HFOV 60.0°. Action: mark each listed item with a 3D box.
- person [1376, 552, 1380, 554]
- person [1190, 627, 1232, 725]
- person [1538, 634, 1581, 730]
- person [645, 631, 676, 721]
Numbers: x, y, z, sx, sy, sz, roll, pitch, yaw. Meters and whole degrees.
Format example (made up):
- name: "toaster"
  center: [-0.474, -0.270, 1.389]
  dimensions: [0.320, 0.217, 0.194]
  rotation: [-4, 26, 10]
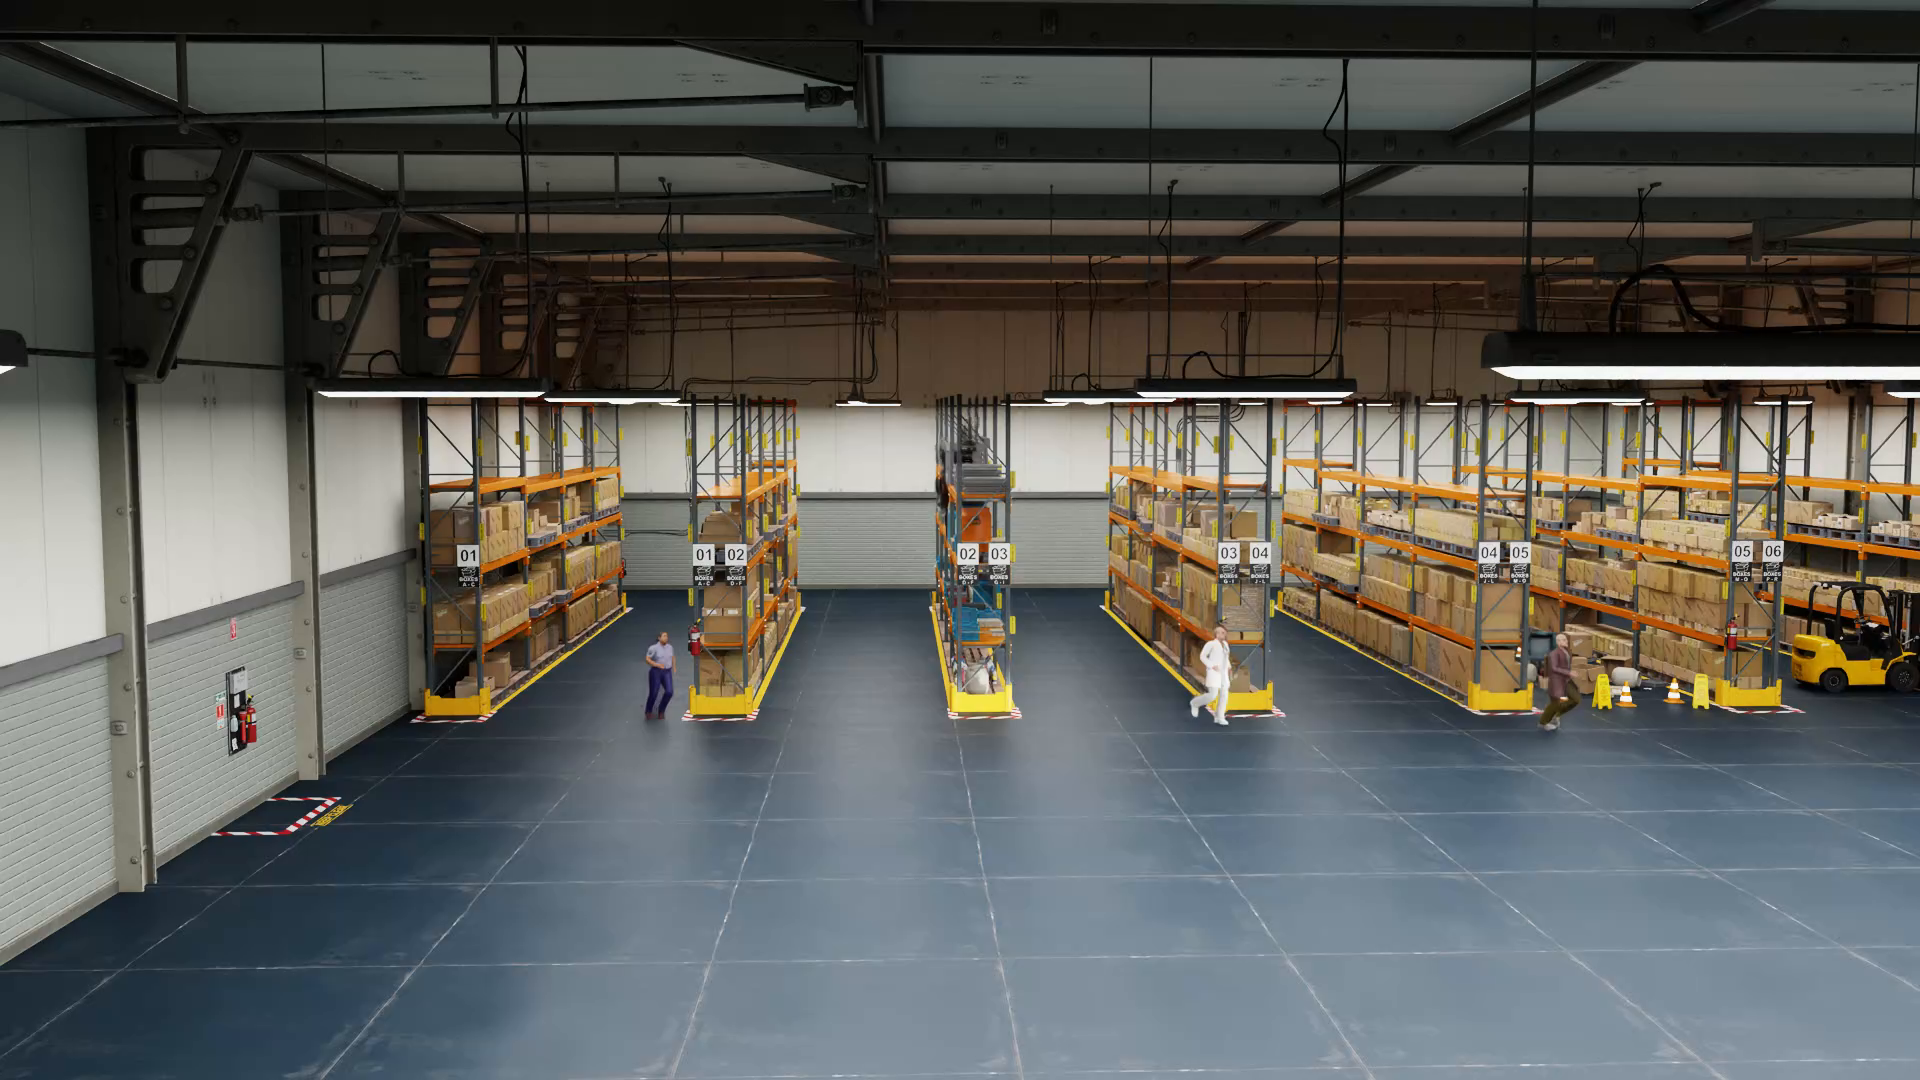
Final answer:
- name: "person"
  center: [11.589, 1.205, 46.247]
  dimensions: [0.646, 1.743, 0.598]
  rotation: [-1, 5, -12]
- name: "person"
  center: [4.726, 2.462, 30.432]
  dimensions: [0.773, 1.723, 0.931]
  rotation: [-3, 6, -37]
- name: "person"
  center: [10.678, 2.562, 29.498]
  dimensions: [0.729, 1.649, 0.817]
  rotation: [-4, 6, -38]
- name: "person"
  center: [-5.501, 2.509, 30.686]
  dimensions: [0.658, 1.639, 0.638]
  rotation: [-3, 5, -35]
